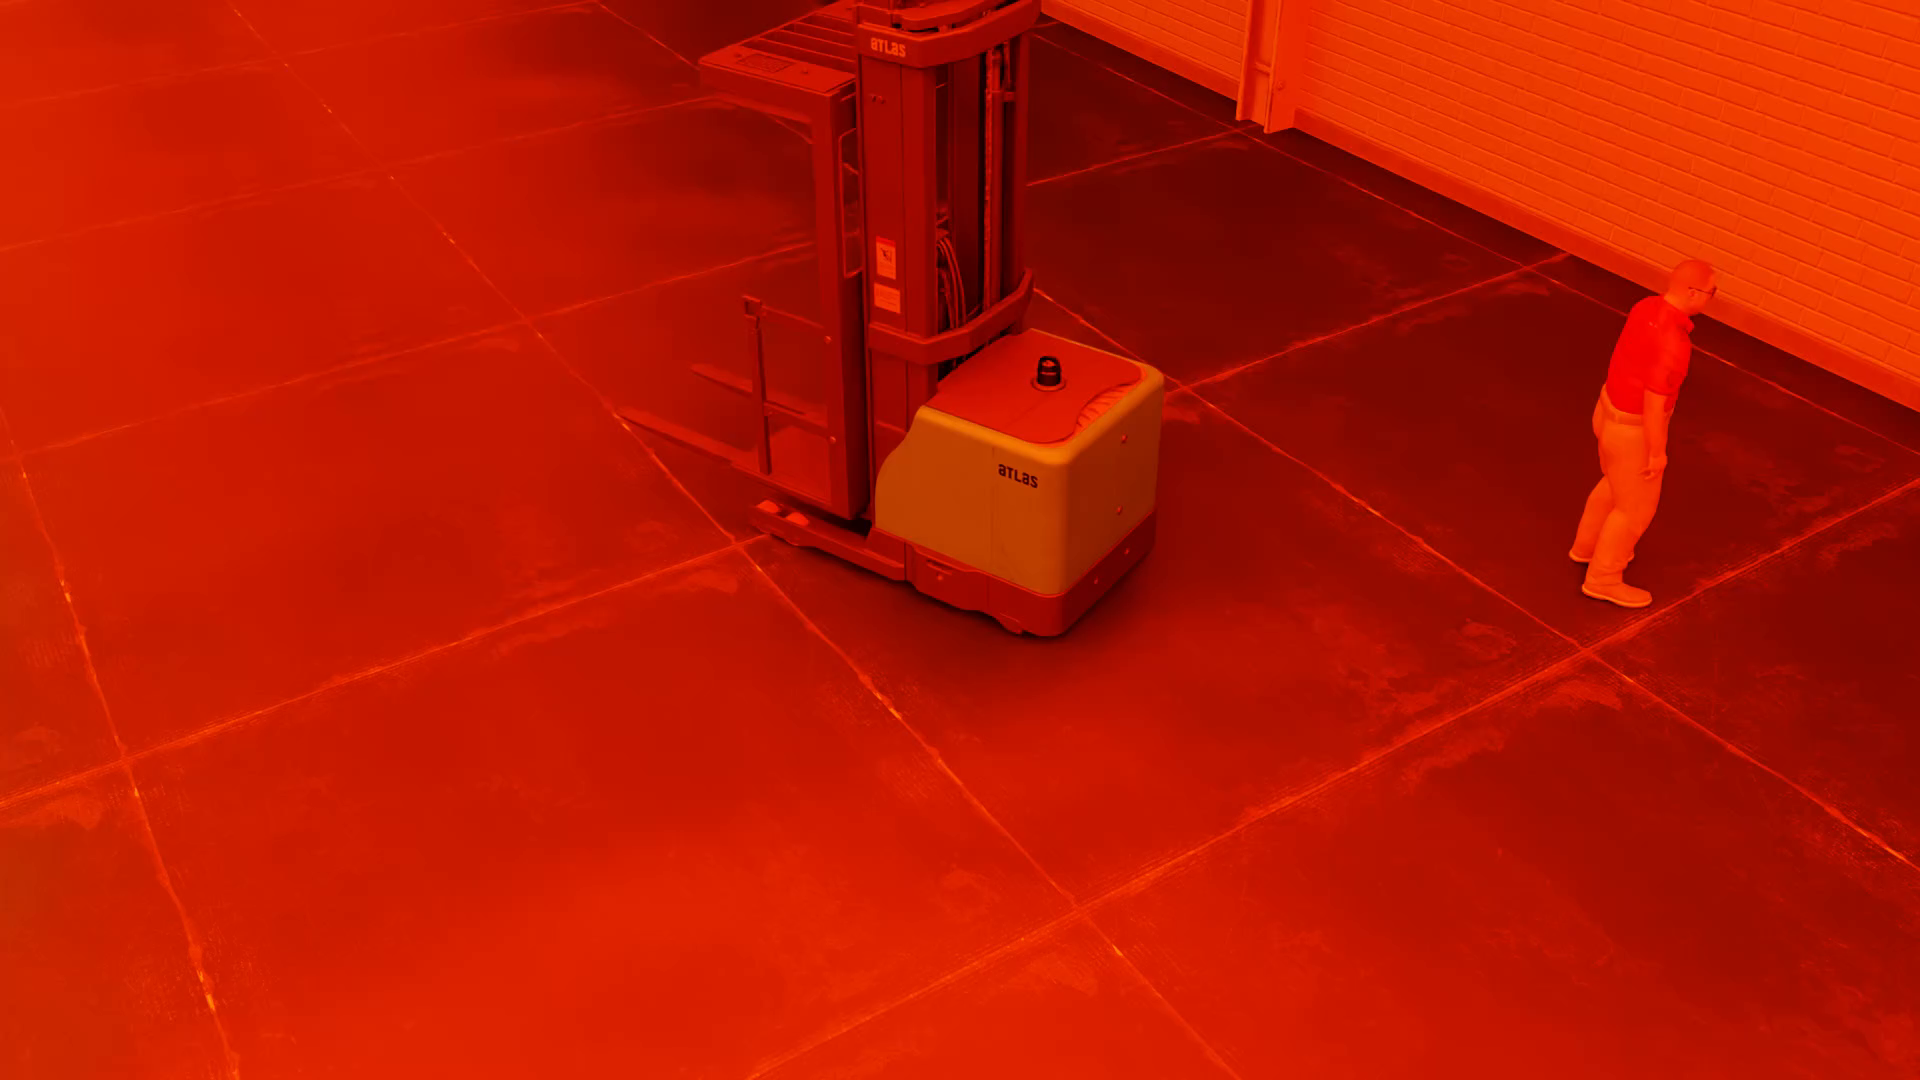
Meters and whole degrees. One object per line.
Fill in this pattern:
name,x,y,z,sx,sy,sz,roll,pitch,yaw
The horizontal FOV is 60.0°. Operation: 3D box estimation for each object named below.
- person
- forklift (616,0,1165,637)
person,3.253,-0.536,7.959,0.396,1.725,0.585,3,35,4
forklift,-0.500,-1.399,8.138,3.031,2.935,1.130,22,41,28
